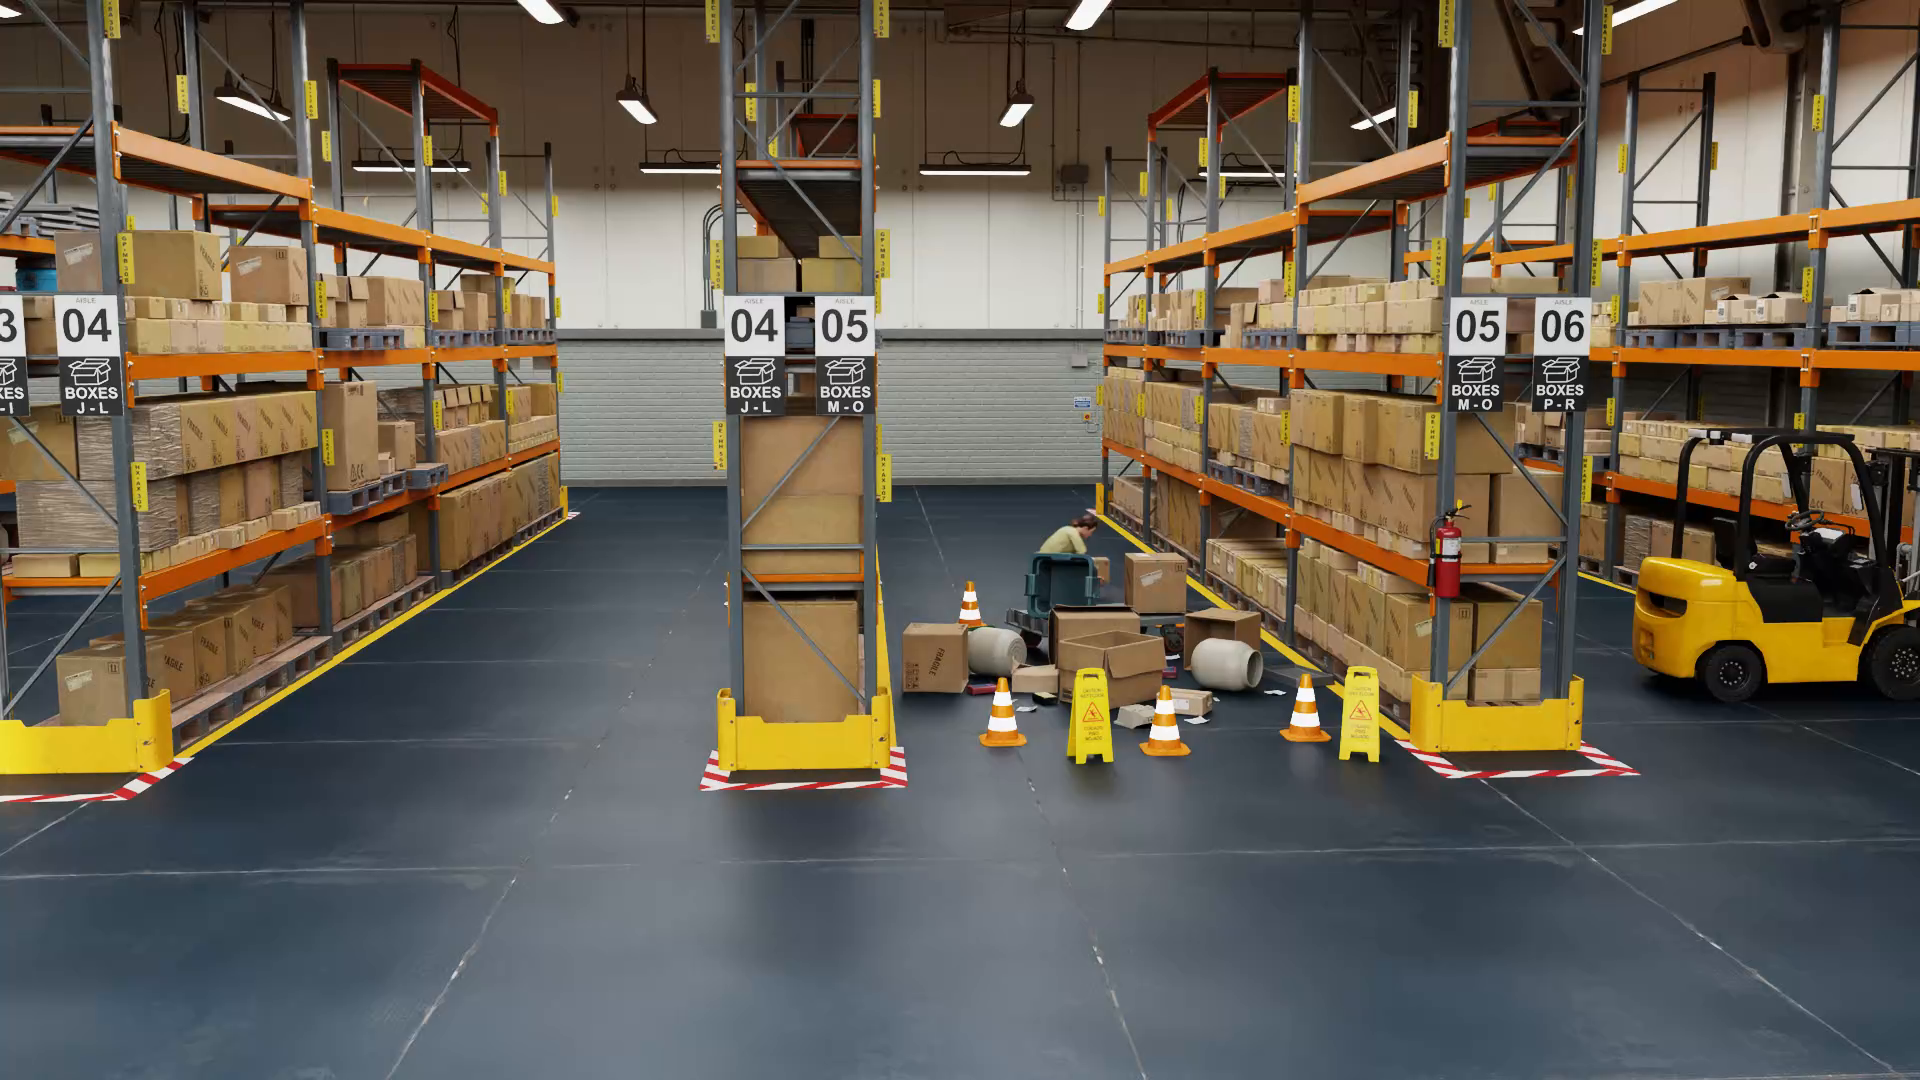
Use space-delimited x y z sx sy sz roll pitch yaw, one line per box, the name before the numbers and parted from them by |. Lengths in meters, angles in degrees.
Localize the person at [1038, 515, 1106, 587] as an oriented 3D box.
person | 1.230 0.195 18.708 0.796 0.947 0.463 -1 7 -5
